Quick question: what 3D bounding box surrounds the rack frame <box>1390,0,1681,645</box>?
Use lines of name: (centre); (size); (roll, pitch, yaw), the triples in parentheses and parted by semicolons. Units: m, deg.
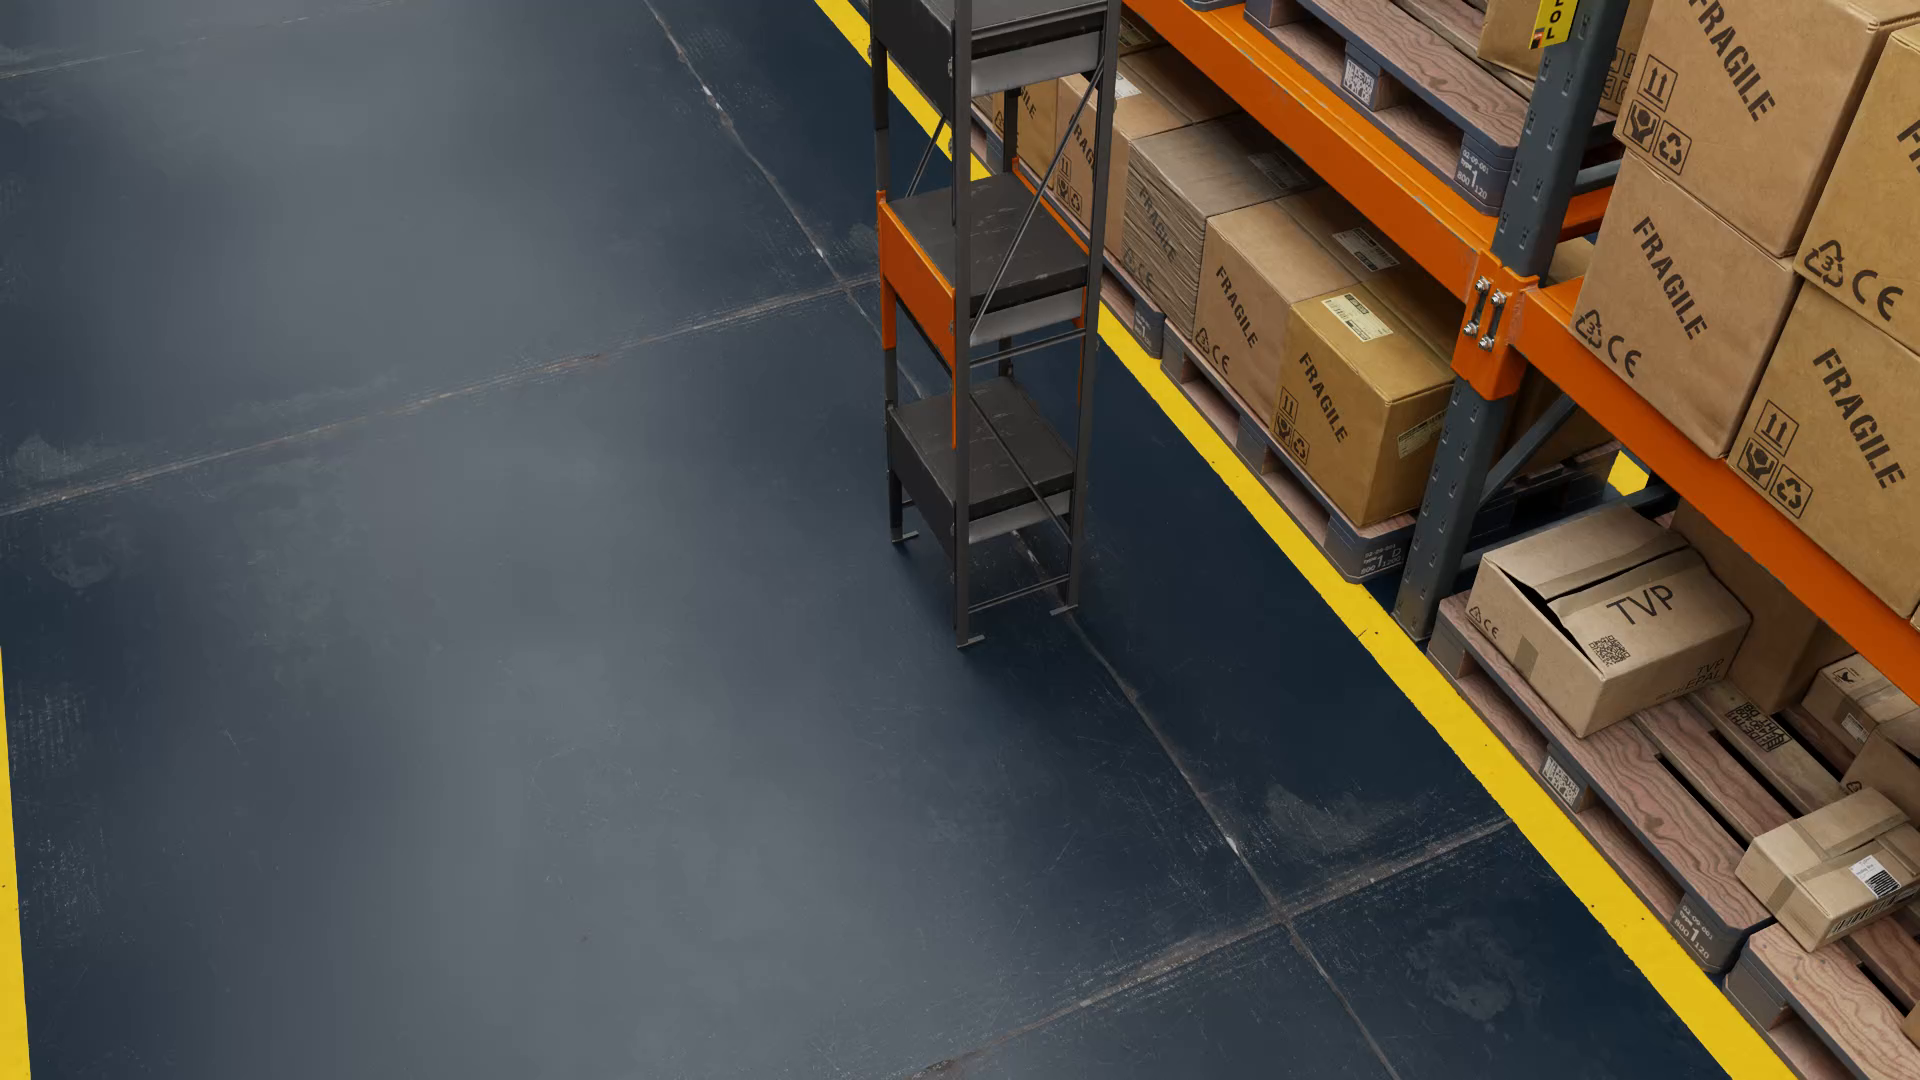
rack frame: (1.778, -0.944, 4.071); (1.000, 3.000, 0.127); (-18, 47, -17)

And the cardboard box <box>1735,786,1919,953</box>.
cardboard box: (2.131, 0.787, 4.020); (0.380, 0.166, 0.250); (-18, 47, -17)

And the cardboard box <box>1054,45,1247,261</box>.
cardboard box: (0.684, -1.401, 6.001); (0.500, 0.500, 0.500); (-20, 48, -19)

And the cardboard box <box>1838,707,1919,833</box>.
cardboard box: (2.590, 0.614, 4.094); (0.500, 0.311, 0.500); (-18, 47, -17)

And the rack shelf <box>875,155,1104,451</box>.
rack shelf: (0.070, -0.632, 4.415); (0.431, 0.518, 0.480); (-18, 47, -17)

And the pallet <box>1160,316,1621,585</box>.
pallet: (1.402, -0.459, 5.565); (1.003, 0.211, 1.213); (-18, 47, -17)

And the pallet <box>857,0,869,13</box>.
pallet: (-0.215, -3.037, 8.177); (1.003, 0.211, 1.213); (-18, 47, -17)

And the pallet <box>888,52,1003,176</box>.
pallet: (0.376, -2.014, 7.141); (1.003, 0.211, 1.213); (-18, 47, -17)

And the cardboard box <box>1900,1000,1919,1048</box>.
cardboard box: (2.573, 0.984, 3.582); (0.797, 0.503, 0.637); (-18, 47, -17)

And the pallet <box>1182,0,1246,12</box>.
pallet: (0.918, -2.187, 5.467); (1.003, 0.211, 1.213); (-18, 47, -17)

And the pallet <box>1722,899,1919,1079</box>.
pallet: (2.583, 1.265, 3.818); (1.003, 0.211, 1.213); (-18, 47, -17)

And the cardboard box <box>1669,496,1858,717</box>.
cardboard box: (2.275, 0.068, 4.512); (0.500, 0.500, 0.500); (-18, 47, -17)

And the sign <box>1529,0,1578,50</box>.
sign: (1.276, -1.190, 3.496); (0.100, 0.325, 0.005); (-18, 47, -17)

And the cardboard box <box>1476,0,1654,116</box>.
cardboard box: (1.782, -1.497, 4.262); (0.700, 0.500, 0.500); (-34, 54, -30)

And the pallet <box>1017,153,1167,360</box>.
pallet: (0.885, -1.237, 6.354); (1.003, 0.211, 1.213); (-18, 47, -17)

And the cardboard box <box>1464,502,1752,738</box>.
cardboard box: (1.758, 0.188, 4.525); (0.500, 0.311, 0.500); (-18, 47, -17)

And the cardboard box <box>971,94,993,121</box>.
cardboard box: (0.253, -2.054, 6.662); (0.500, 0.500, 0.500); (-20, 48, -19)

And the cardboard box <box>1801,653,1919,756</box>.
cardboard box: (2.487, 0.415, 4.411); (0.380, 0.149, 0.250); (-18, 47, -17)

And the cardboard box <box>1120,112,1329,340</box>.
cardboard box: (0.900, -1.078, 5.673); (0.500, 0.500, 0.500); (-17, 47, -17)

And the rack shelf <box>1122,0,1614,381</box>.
rack shelf: (0.937, -1.963, 5.616); (1.077, 0.370, 4.000); (-18, 47, -17)

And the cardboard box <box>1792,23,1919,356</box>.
cardboard box: (1.938, -0.624, 2.963); (0.500, 0.500, 0.500); (-19, 48, -19)

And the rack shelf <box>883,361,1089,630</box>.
rack shelf: (0.070, -0.134, 4.907); (0.431, 0.518, 0.480); (-18, 47, -17)

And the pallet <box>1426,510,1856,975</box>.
pallet: (2.066, 0.486, 4.607); (1.003, 0.211, 1.213); (-18, 47, -17)

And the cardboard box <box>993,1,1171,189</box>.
cardboard box: (0.460, -1.733, 6.337); (0.500, 0.500, 0.500); (-19, 48, -18)

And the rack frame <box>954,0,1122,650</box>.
rack frame: (0.172, -0.486, 4.248); (0.400, 2.100, 0.015); (-18, 47, -17)

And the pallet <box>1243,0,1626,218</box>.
pallet: (1.541, -1.417, 4.687); (1.003, 0.211, 1.213); (-18, 47, -17)

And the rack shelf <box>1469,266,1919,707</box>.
rack shelf: (2.619, 0.586, 3.032); (1.077, 0.370, 4.000); (-18, 47, -17)

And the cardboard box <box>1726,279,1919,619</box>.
cardboard box: (1.963, -0.249, 3.296); (0.500, 0.500, 0.500); (-17, 47, -17)

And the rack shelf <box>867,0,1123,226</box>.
rack shelf: (0.070, -1.130, 3.924); (0.431, 0.518, 0.480); (-18, 47, -17)

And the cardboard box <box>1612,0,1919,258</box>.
cardboard box: (1.721, -0.952, 3.296); (0.500, 0.500, 0.500); (-17, 47, -16)

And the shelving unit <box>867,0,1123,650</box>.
shelving unit: (0.070, -0.642, 4.406); (0.431, 2.100, 0.503); (-18, 47, -17)

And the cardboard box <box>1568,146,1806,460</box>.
cardboard box: (1.745, -0.575, 3.625); (0.500, 0.500, 0.500); (-17, 47, -16)

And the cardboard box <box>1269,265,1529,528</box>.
cardboard box: (1.310, -0.441, 5.028); (0.500, 0.500, 0.500); (-18, 47, -18)

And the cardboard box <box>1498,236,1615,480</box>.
cardboard box: (1.796, -0.591, 5.180); (0.500, 0.500, 0.500); (-20, 48, -19)

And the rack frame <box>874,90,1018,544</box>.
rack frame: (-0.033, -0.797, 4.563); (0.400, 2.100, 0.015); (-18, 47, -17)

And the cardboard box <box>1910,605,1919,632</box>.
cardboard box: (2.172, 0.070, 2.972); (0.500, 0.500, 0.500); (-18, 47, -18)

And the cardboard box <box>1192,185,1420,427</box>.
cardboard box: (1.110, -0.758, 5.349); (0.500, 0.500, 0.500); (-18, 47, -17)
